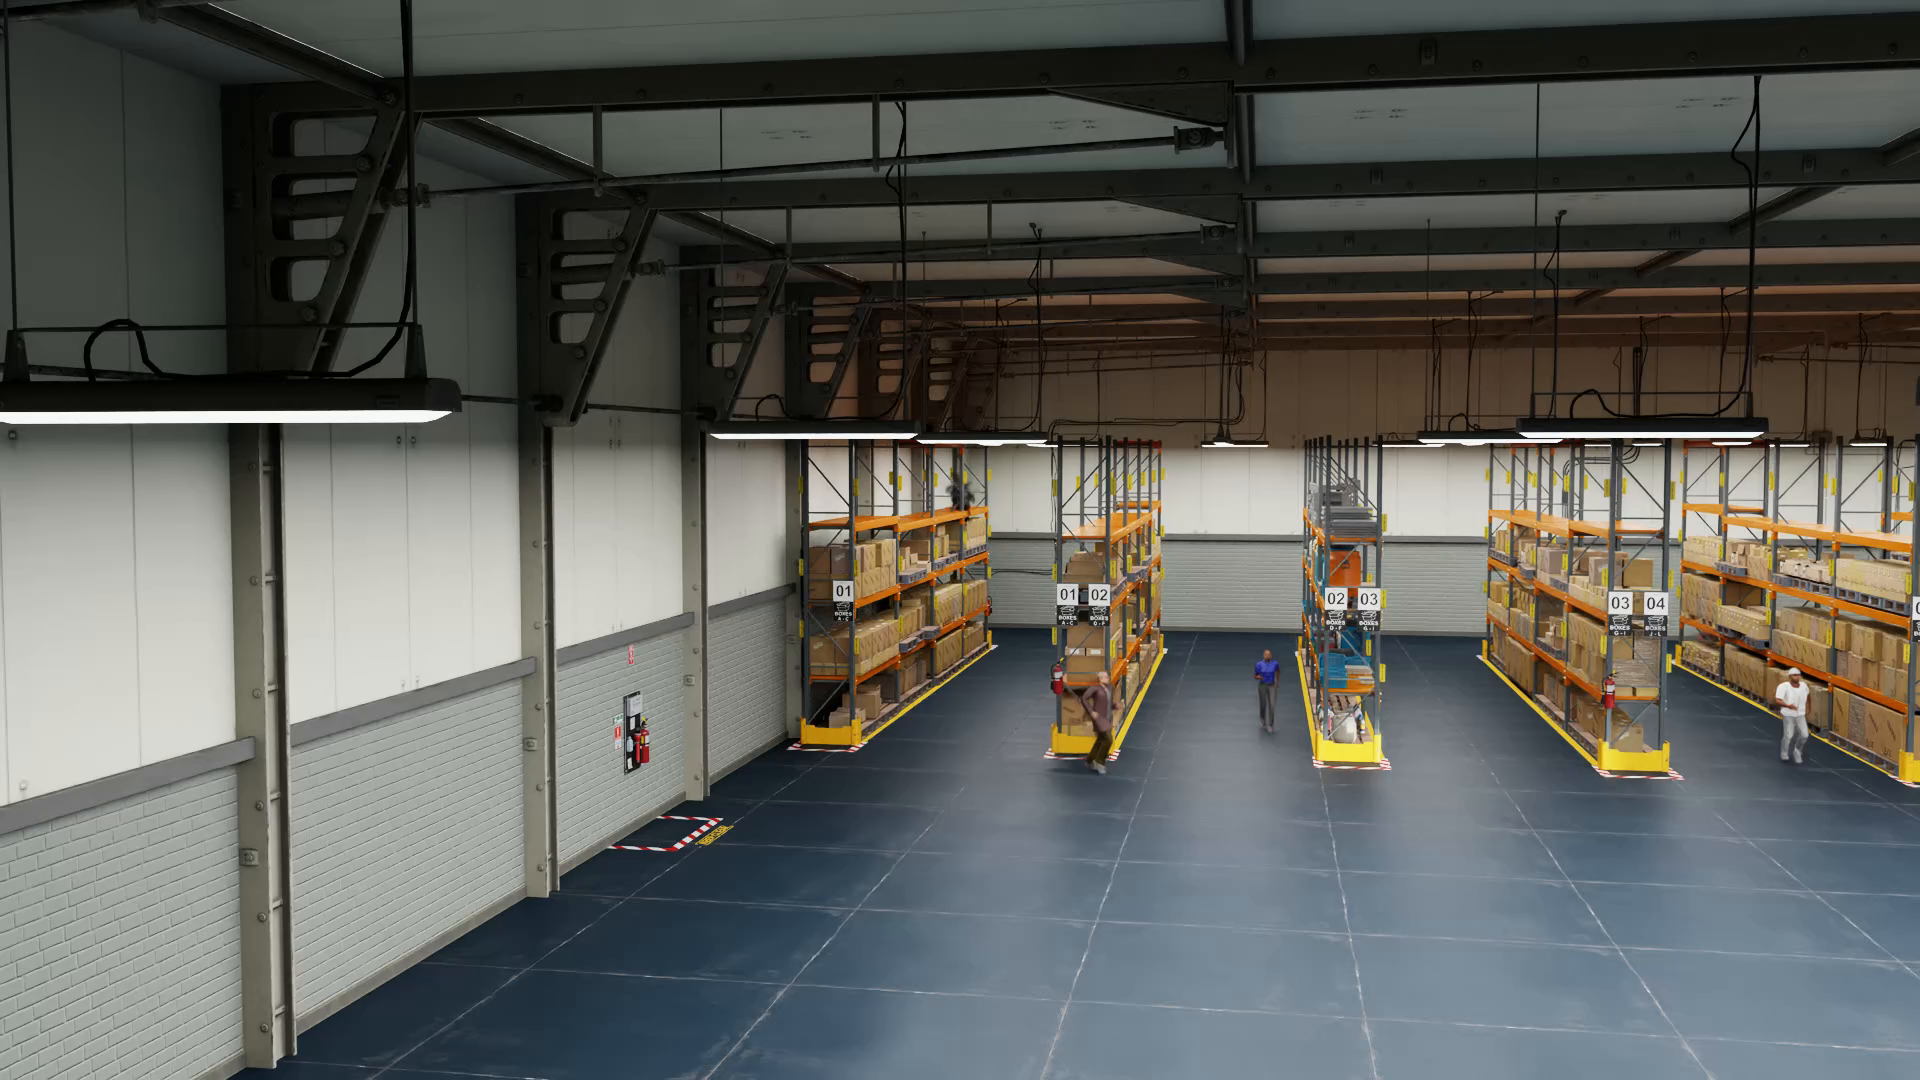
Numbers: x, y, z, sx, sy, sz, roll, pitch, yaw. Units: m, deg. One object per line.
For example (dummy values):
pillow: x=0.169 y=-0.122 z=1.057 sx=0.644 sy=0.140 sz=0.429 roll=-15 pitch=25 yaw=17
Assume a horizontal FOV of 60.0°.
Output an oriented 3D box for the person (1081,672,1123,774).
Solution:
person: x=2.556 y=3.252 z=29.598 sx=0.743 sy=1.819 sz=0.687 roll=2 pitch=4 yaw=35

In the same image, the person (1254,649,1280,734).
person: x=6.270 y=3.050 z=33.973 sx=0.539 sy=1.675 sz=0.880 roll=0 pitch=3 yaw=9

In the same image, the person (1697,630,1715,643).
person: x=20.584 y=2.442 z=45.649 sx=0.633 sy=1.668 sz=0.668 roll=-2 pitch=4 yaw=-37

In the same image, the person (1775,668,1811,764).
person: x=15.236 y=3.217 z=30.326 sx=0.724 sy=1.789 sz=0.695 roll=0 pitch=3 yaw=2
